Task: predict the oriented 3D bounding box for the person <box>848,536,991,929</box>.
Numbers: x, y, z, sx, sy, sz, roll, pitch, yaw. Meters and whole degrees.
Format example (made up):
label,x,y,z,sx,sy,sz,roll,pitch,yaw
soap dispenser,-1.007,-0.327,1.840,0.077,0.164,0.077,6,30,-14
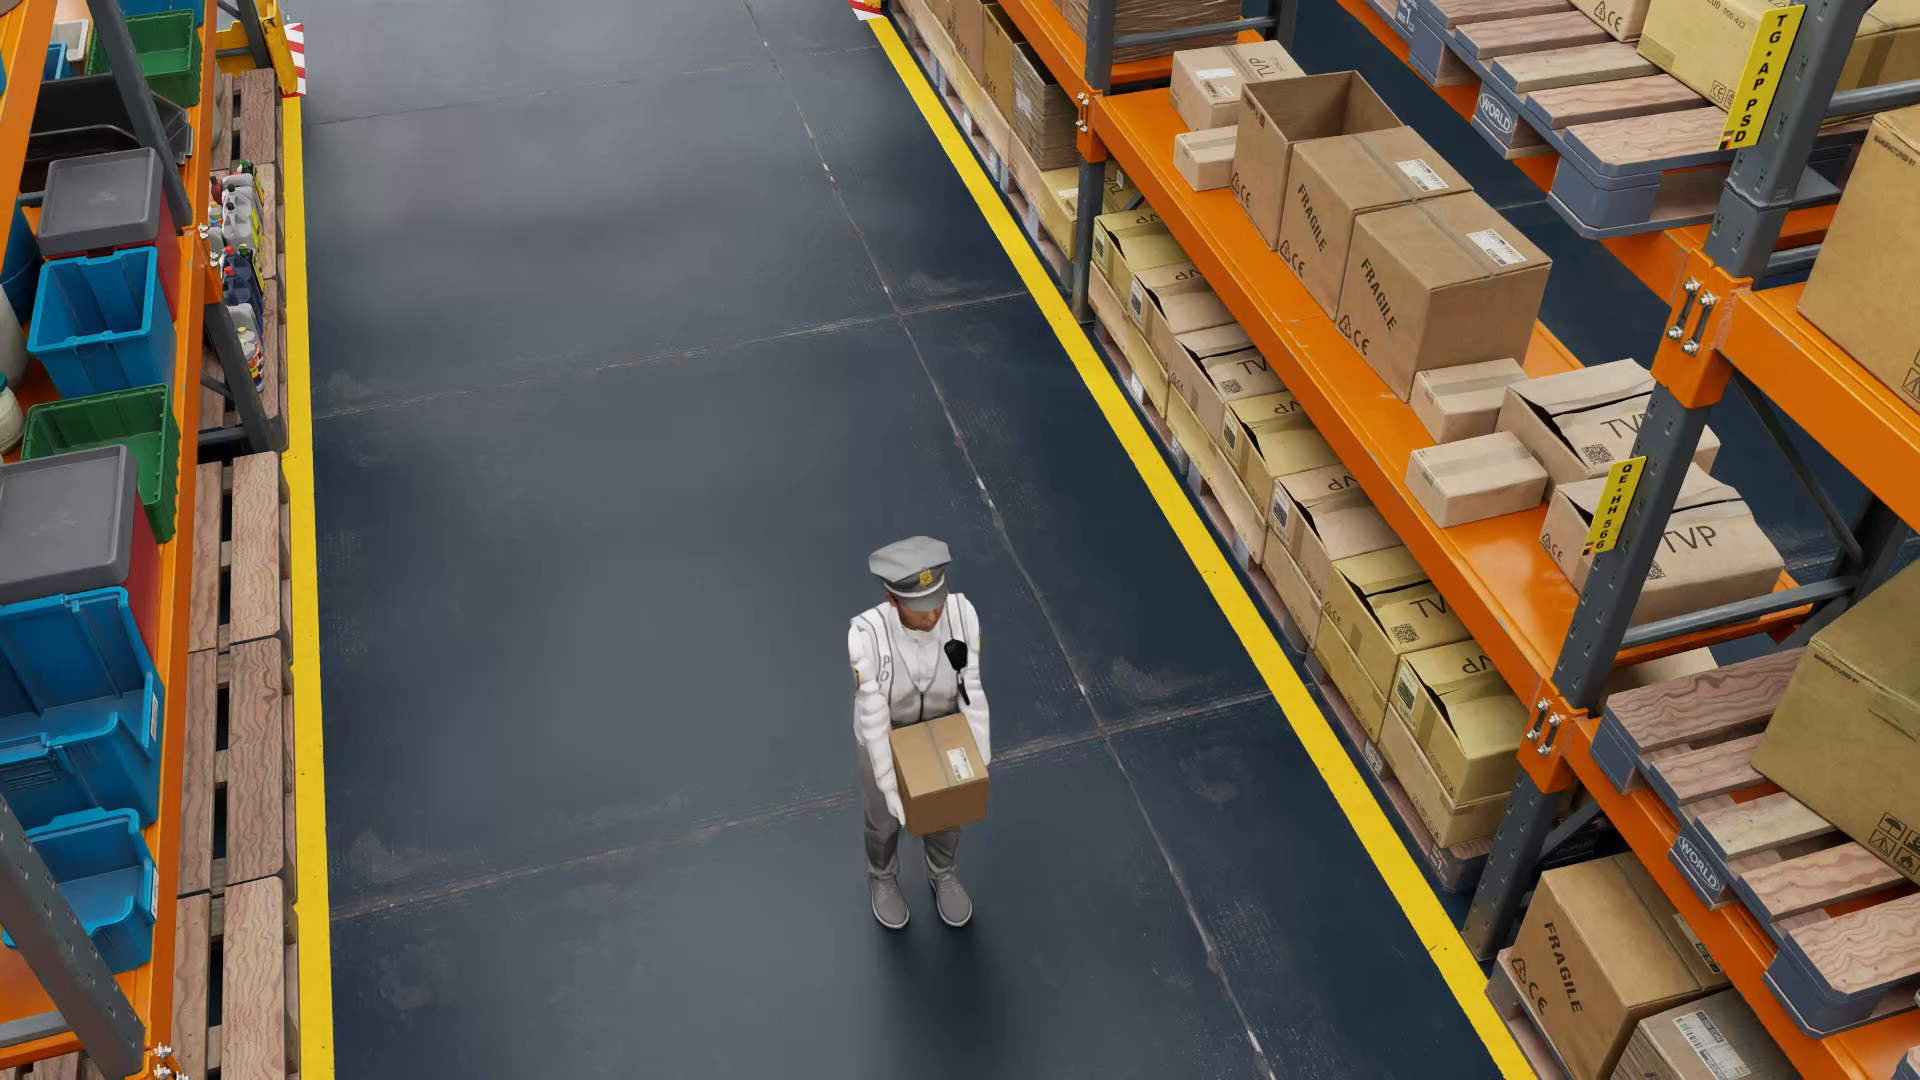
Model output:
label,x,y,z,sx,sy,sz,roll,pitch,yaw
person,-0.120,0.688,5.403,0.417,1.682,0.528,-13,44,-14
